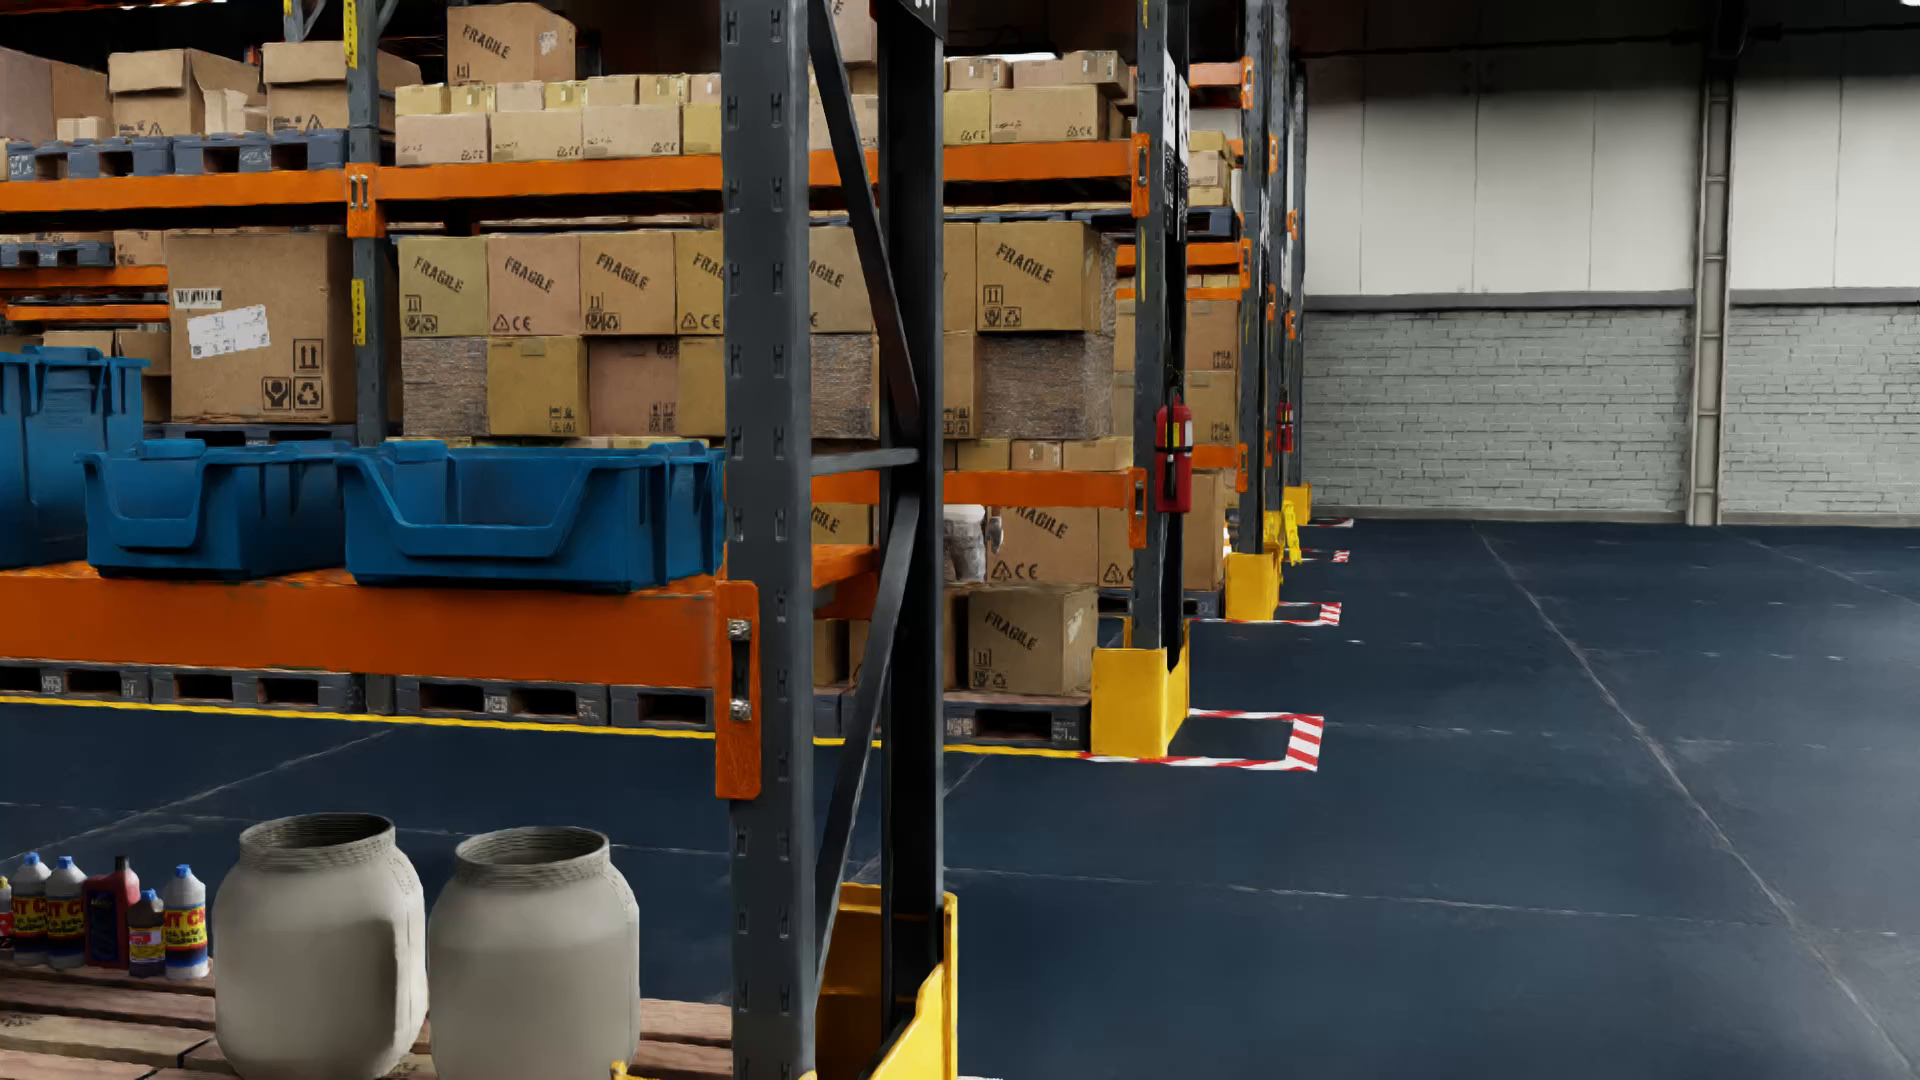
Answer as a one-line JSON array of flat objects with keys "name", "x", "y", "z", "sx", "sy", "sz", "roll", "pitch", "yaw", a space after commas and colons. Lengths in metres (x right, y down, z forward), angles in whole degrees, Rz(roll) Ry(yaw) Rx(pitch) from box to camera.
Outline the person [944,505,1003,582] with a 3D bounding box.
[{"name": "person", "x": -0.057, "y": -0.108, "z": 9.773, "sx": 0.620, "sy": 1.787, "sz": 0.478, "roll": 0, "pitch": 5, "yaw": 0}]
